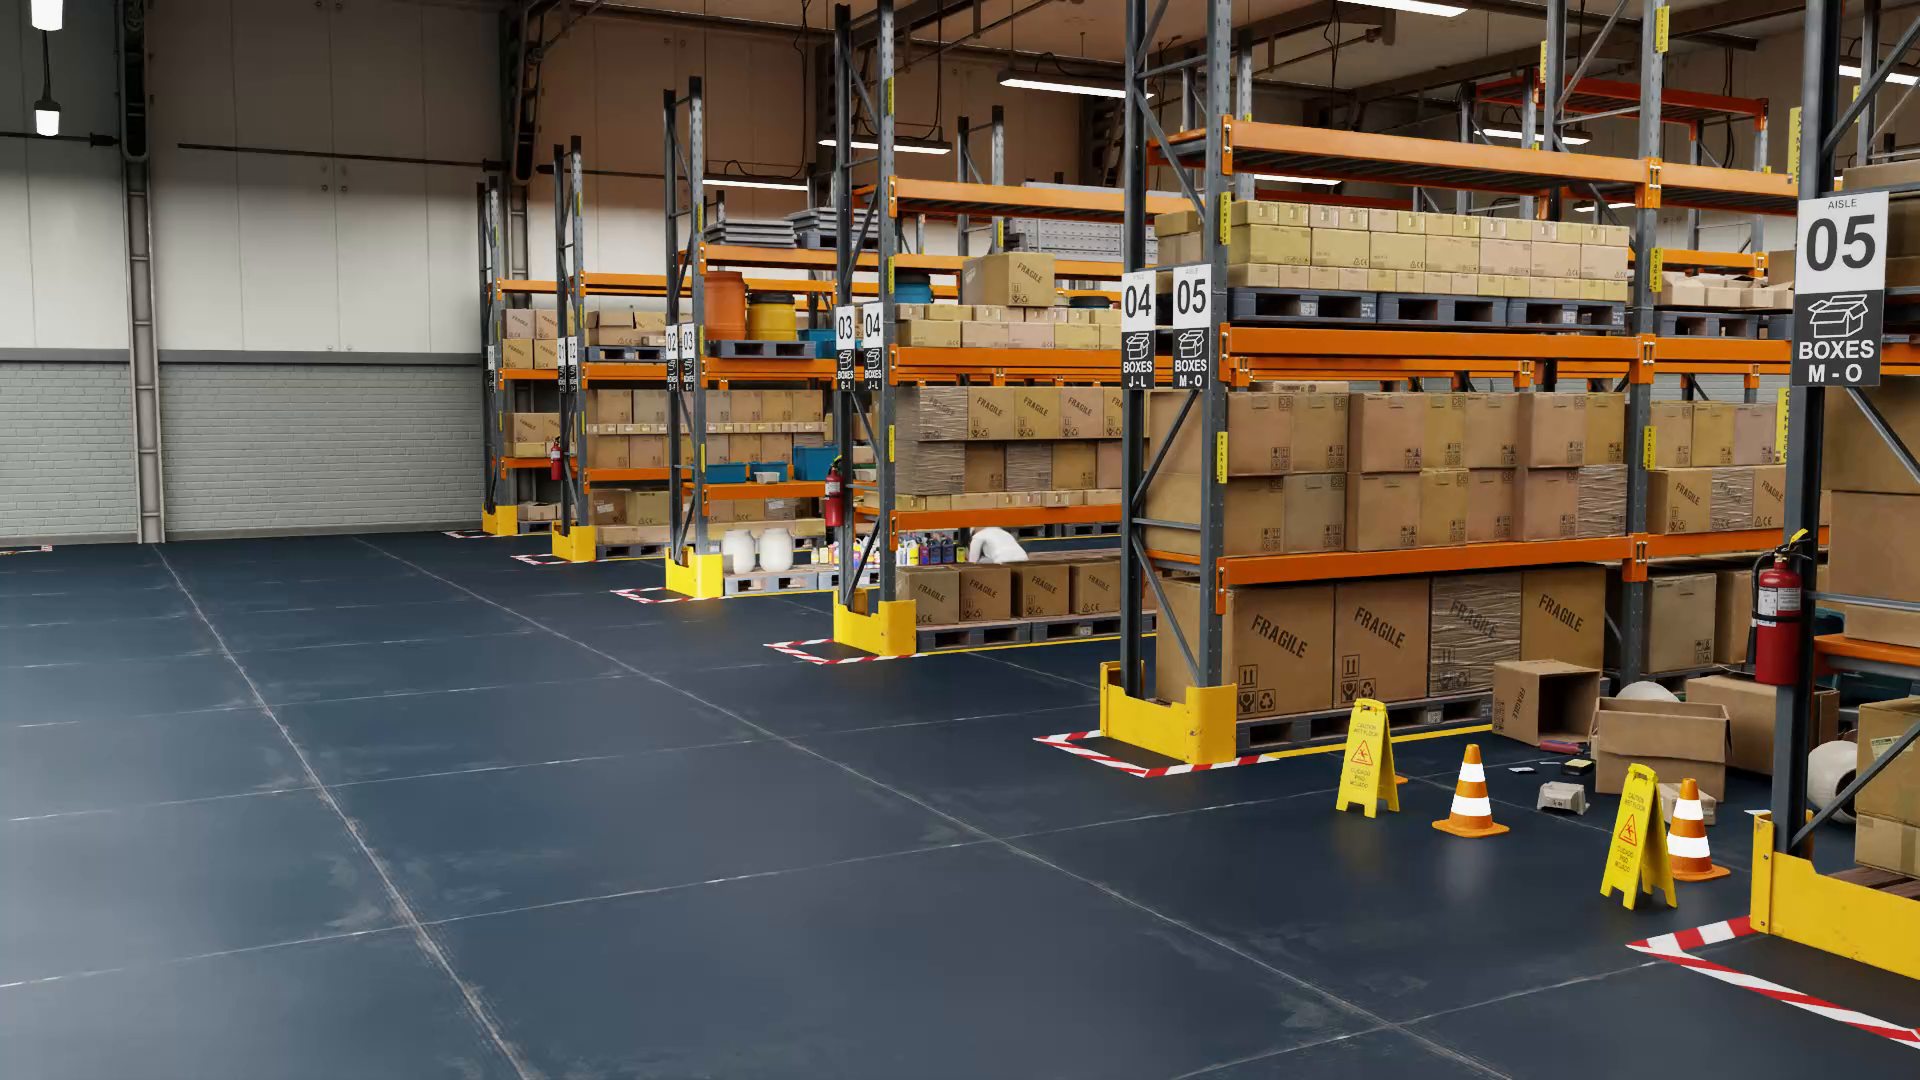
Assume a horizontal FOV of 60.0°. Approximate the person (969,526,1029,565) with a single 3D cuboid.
[{"bbox_3d":[0.408,0.246,19.585,0.556,0.898,0.893,-3,6,-29],"label":"person"}]
